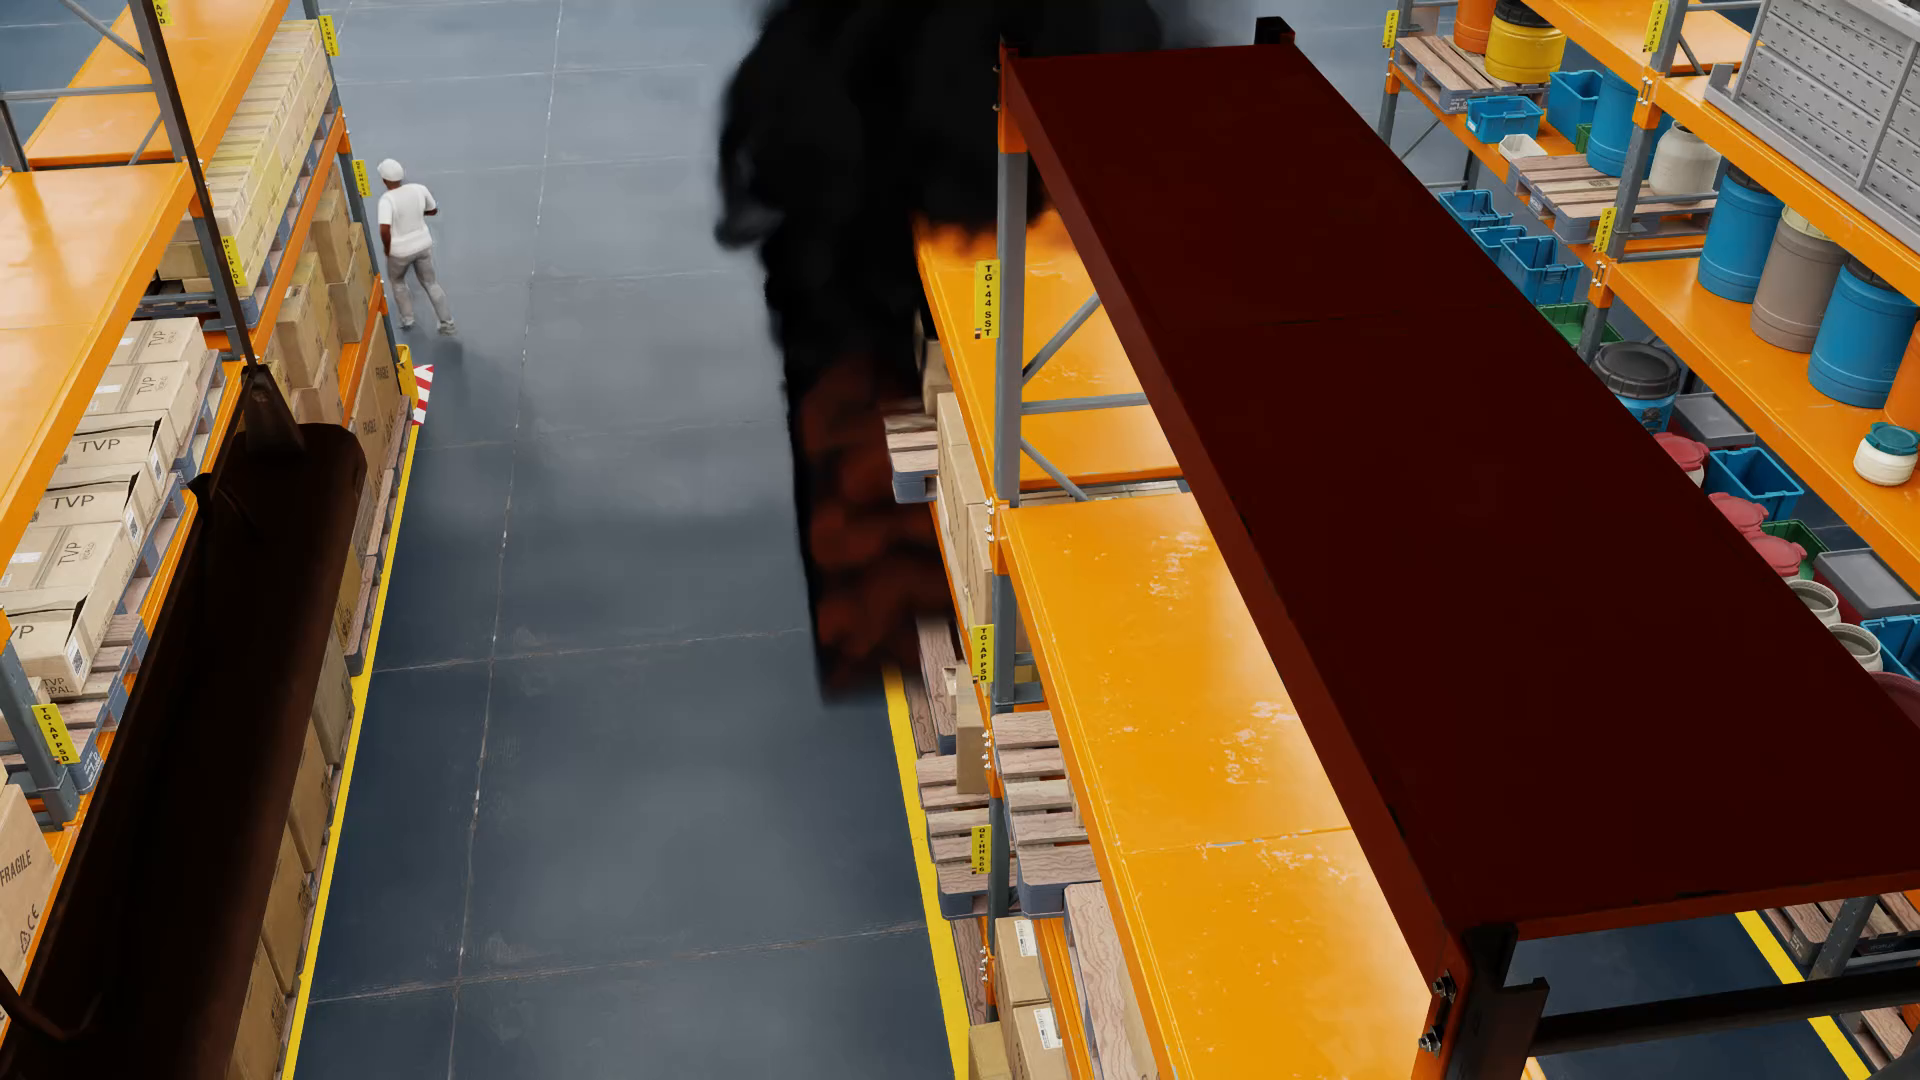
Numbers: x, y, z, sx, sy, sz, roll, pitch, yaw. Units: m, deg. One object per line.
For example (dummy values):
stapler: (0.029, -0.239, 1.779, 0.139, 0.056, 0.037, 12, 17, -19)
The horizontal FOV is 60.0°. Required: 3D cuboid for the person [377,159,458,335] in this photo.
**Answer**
person: (-5.169, -2.718, 15.663, 0.698, 1.827, 0.794, -30, 46, -34)
